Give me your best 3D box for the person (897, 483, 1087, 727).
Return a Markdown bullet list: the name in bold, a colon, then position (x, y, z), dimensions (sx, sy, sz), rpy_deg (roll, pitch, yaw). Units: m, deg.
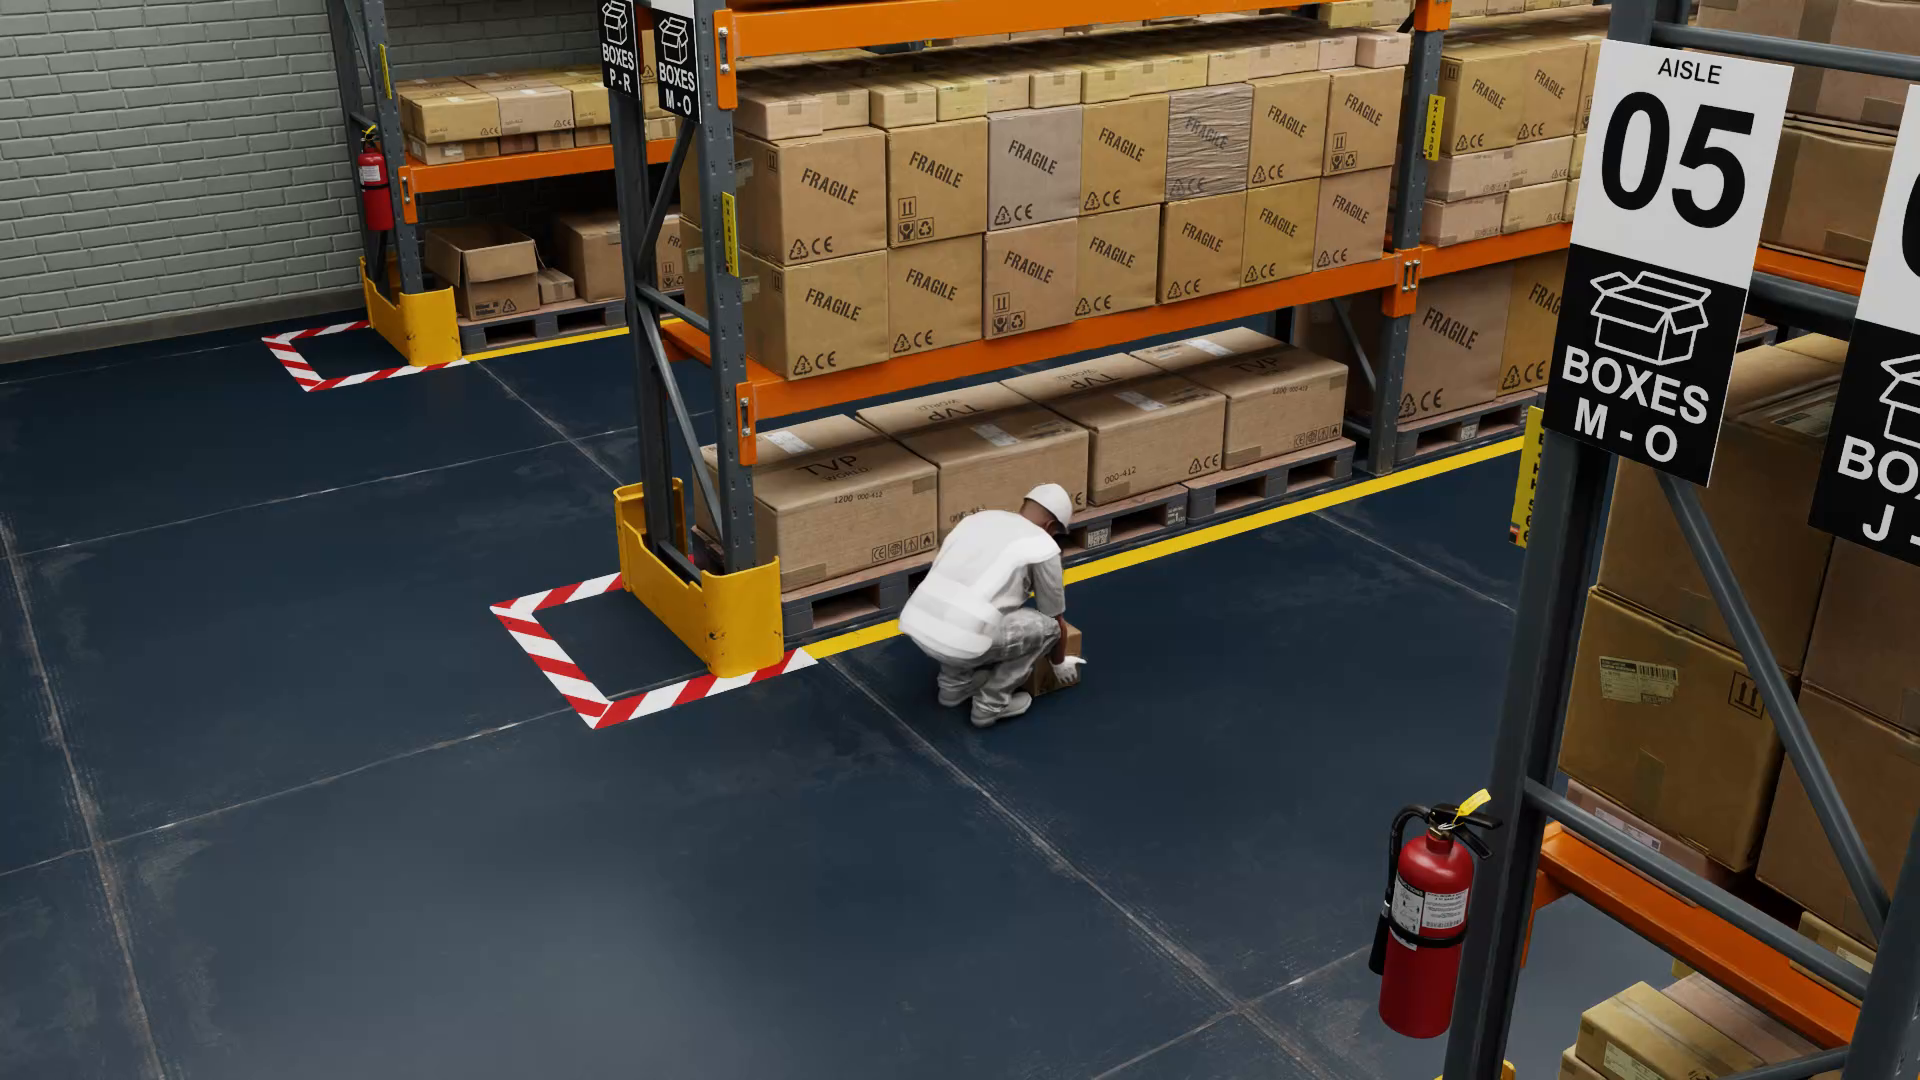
- **person**: position (0.142, 0.275, 7.060), dimensions (0.900, 0.892, 0.571), rpy_deg (-20, 31, -36)
